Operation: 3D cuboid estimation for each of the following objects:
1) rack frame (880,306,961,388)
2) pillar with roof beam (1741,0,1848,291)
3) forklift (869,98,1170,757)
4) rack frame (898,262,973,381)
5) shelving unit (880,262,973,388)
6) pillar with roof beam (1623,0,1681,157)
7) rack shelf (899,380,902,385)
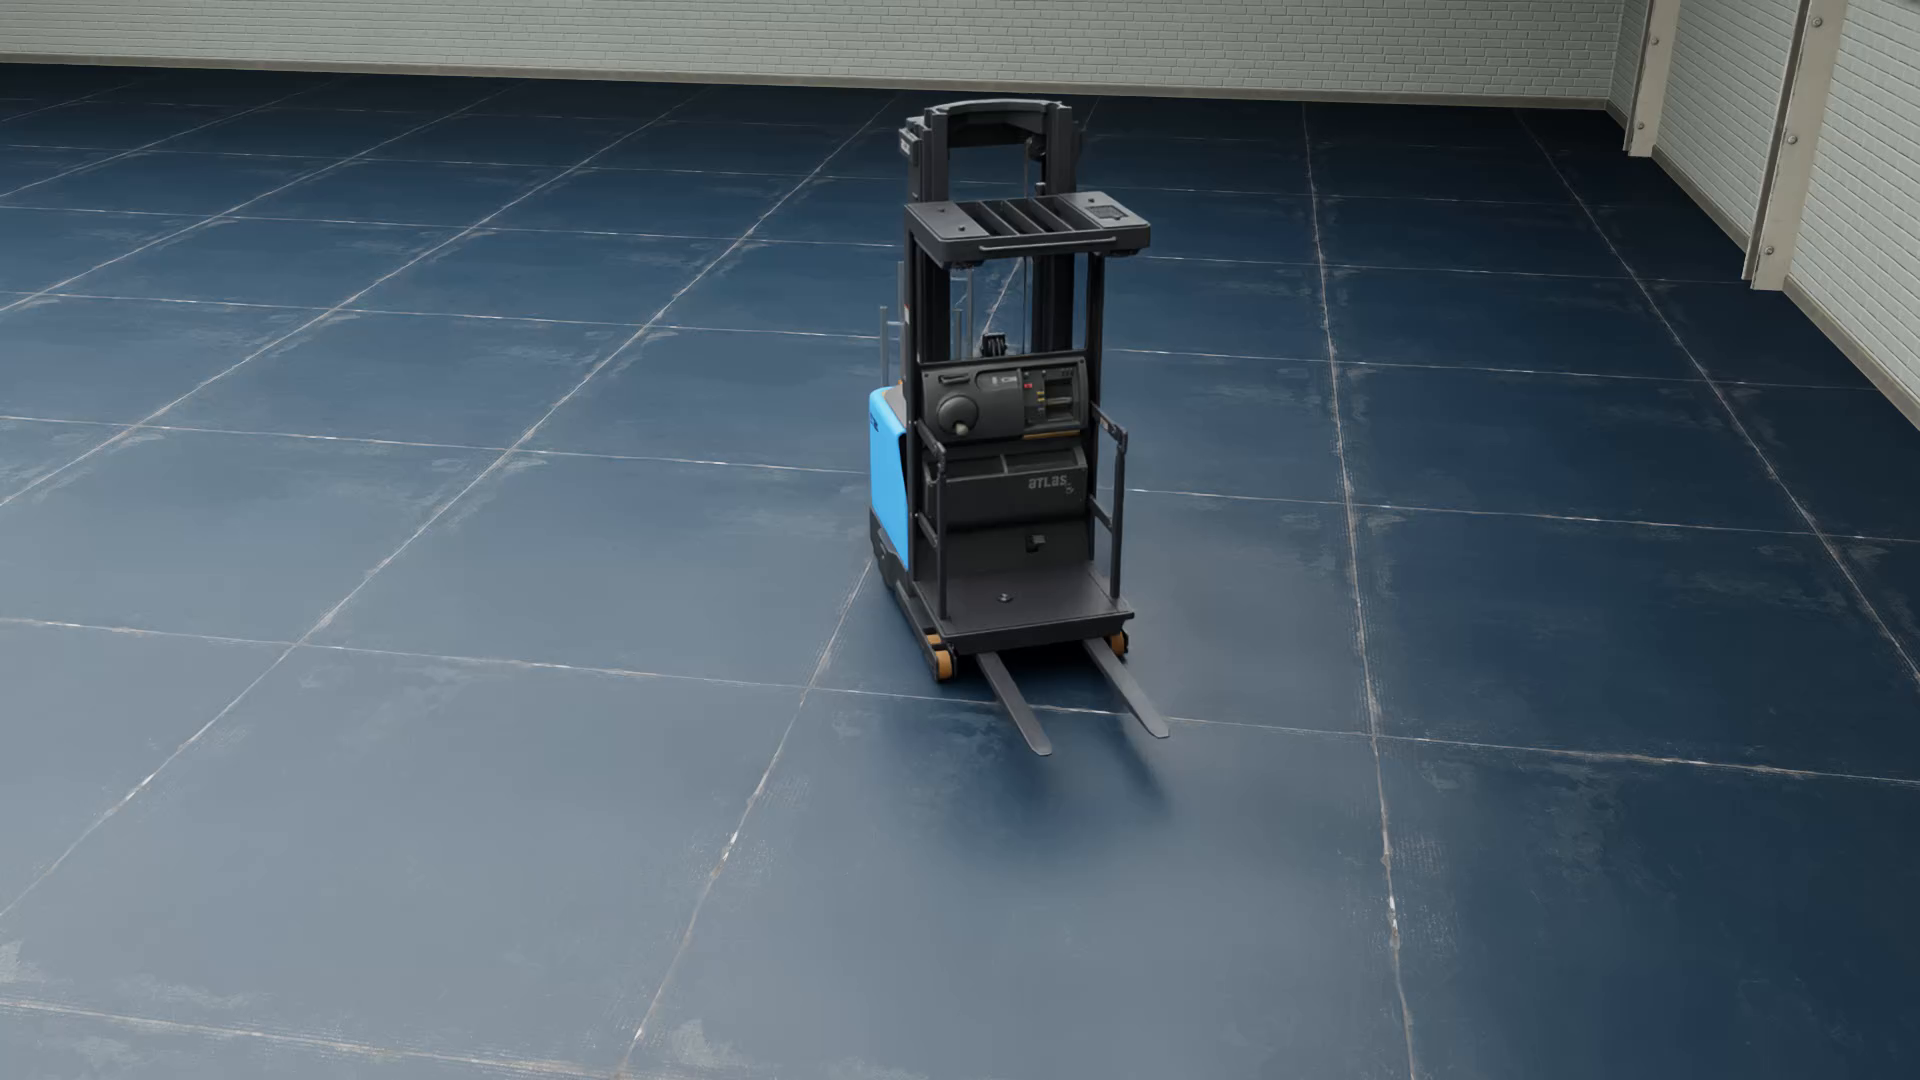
[{"bbox_3d":[-0.245,-0.754,10.593,0.500,1.500,0.032,2,25,4],"label":"rack frame"},{"bbox_3d":[3.490,-6.838,14.743,9.100,9.000,0.400,4,25,9],"label":"pillar with roof beam"},{"bbox_3d":[0.309,-0.742,8.878,1.130,2.935,3.031,-7,26,-14],"label":"forklift"},{"bbox_3d":[-0.166,-1.184,11.511,0.500,1.500,0.032,2,25,4],"label":"rack frame"},{"bbox_3d":[-0.206,-0.965,11.043,0.587,1.500,1.083,2,25,4],"label":"shelving unit"},{"bbox_3d":[4.470,-9.347,20.104,9.100,9.000,0.400,4,25,9],"label":"pillar with roof beam"},{"bbox_3d":[-0.205,-0.806,11.128,0.538,0.185,1.000,2,25,4],"label":"rack shelf"}]
